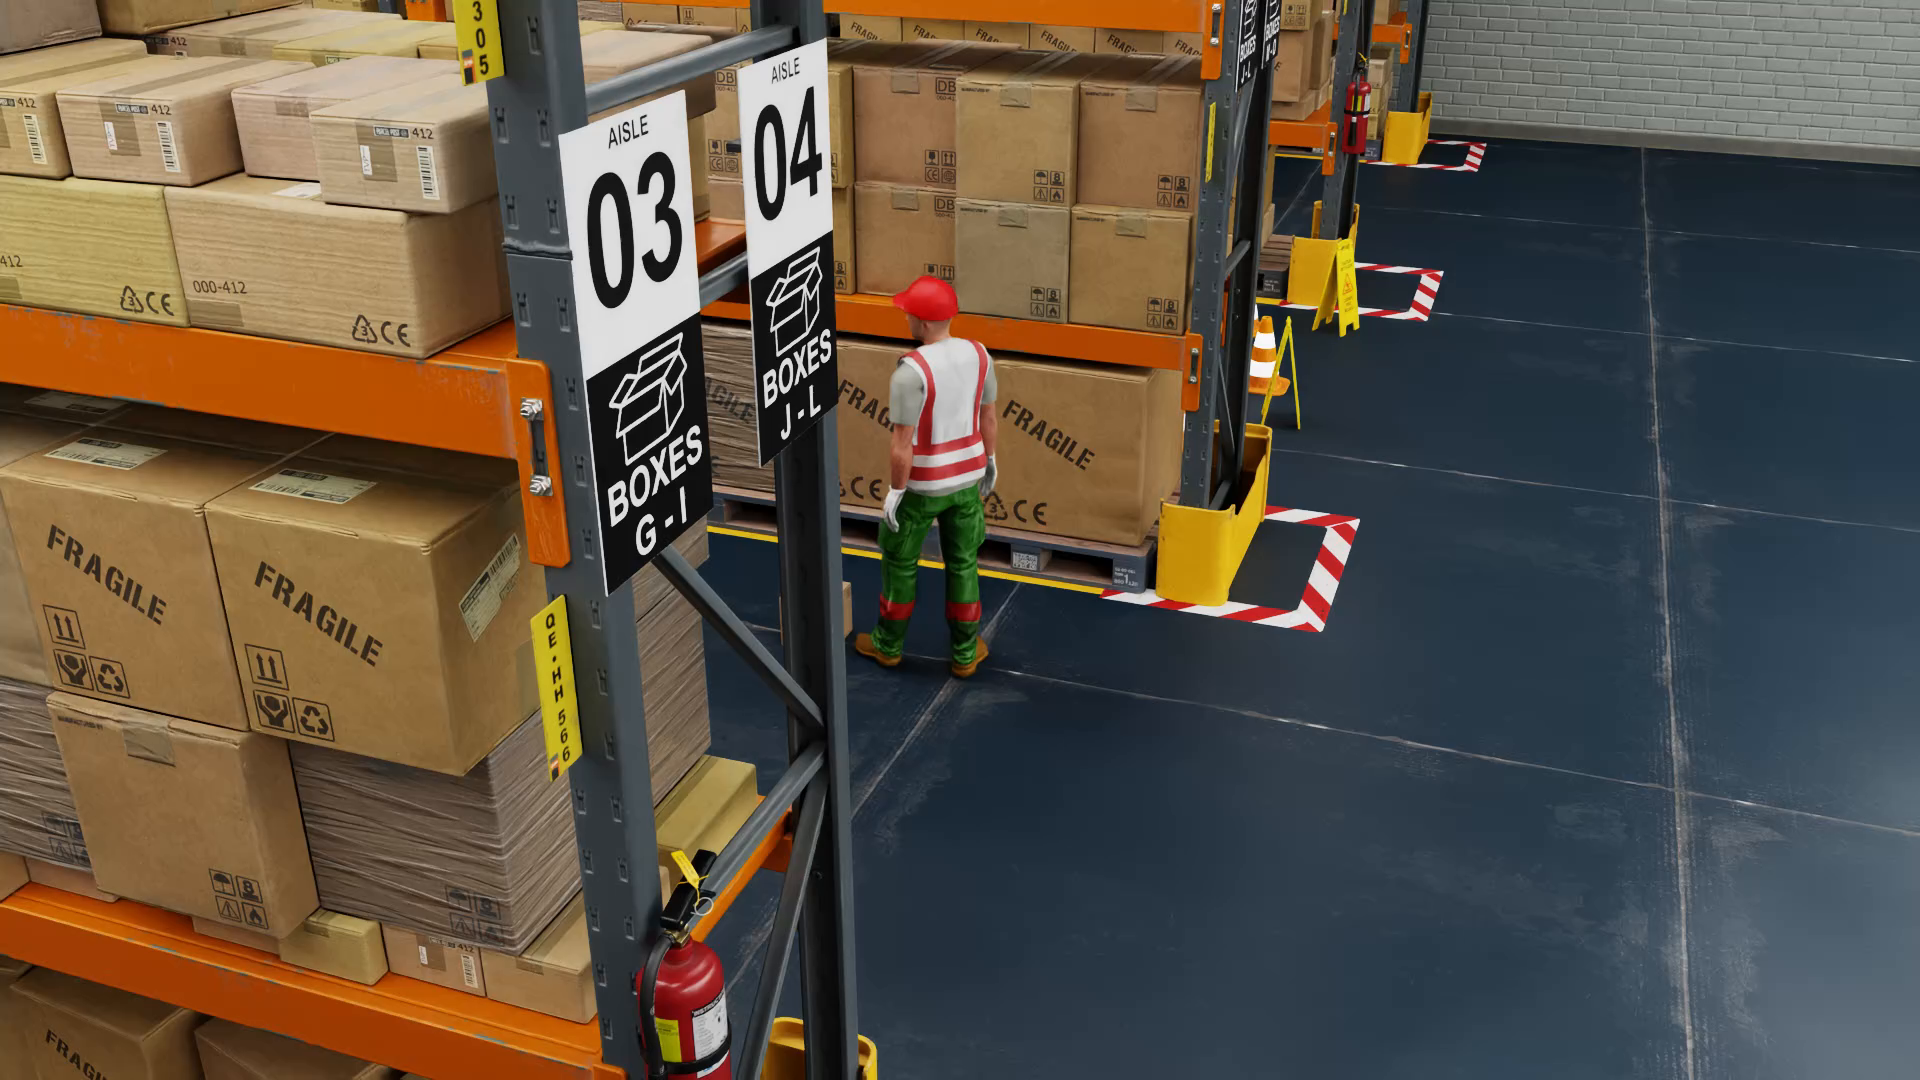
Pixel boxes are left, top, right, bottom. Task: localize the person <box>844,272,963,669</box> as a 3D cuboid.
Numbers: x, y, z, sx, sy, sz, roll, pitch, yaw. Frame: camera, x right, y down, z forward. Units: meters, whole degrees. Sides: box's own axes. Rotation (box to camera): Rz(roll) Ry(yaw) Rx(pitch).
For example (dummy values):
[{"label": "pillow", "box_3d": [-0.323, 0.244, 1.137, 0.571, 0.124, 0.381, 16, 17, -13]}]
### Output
[{"label": "person", "box_3d": [-0.267, -0.311, 7.215, 0.640, 1.782, 0.582, 20, 32, 35]}]
